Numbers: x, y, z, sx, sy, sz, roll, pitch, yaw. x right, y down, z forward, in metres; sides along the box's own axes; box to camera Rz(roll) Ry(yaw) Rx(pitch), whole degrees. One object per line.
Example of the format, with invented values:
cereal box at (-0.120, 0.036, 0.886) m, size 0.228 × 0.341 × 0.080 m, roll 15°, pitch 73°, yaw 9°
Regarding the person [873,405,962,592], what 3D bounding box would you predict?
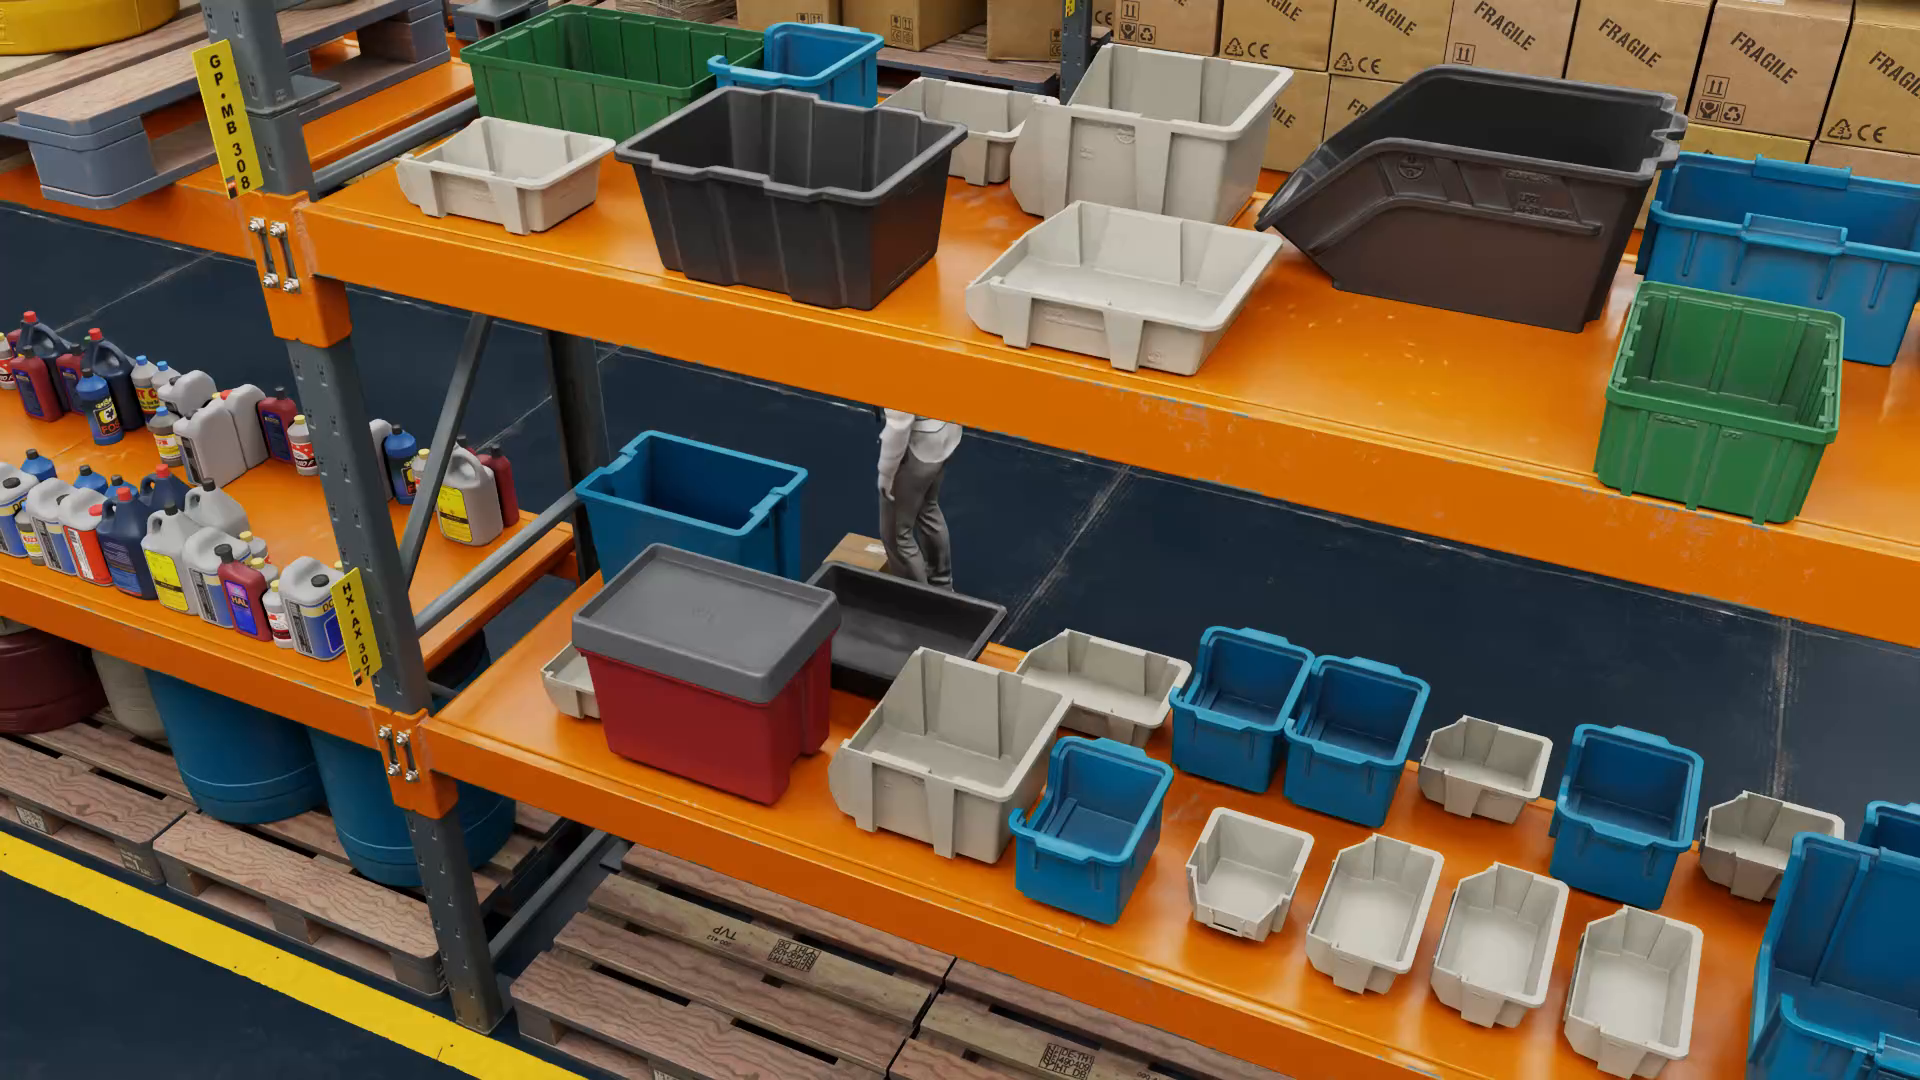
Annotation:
person at (-0.196, -0.373, 6.694) m, size 0.375 × 1.662 × 0.527 m, roll 13°, pitch 36°, yaw 18°
